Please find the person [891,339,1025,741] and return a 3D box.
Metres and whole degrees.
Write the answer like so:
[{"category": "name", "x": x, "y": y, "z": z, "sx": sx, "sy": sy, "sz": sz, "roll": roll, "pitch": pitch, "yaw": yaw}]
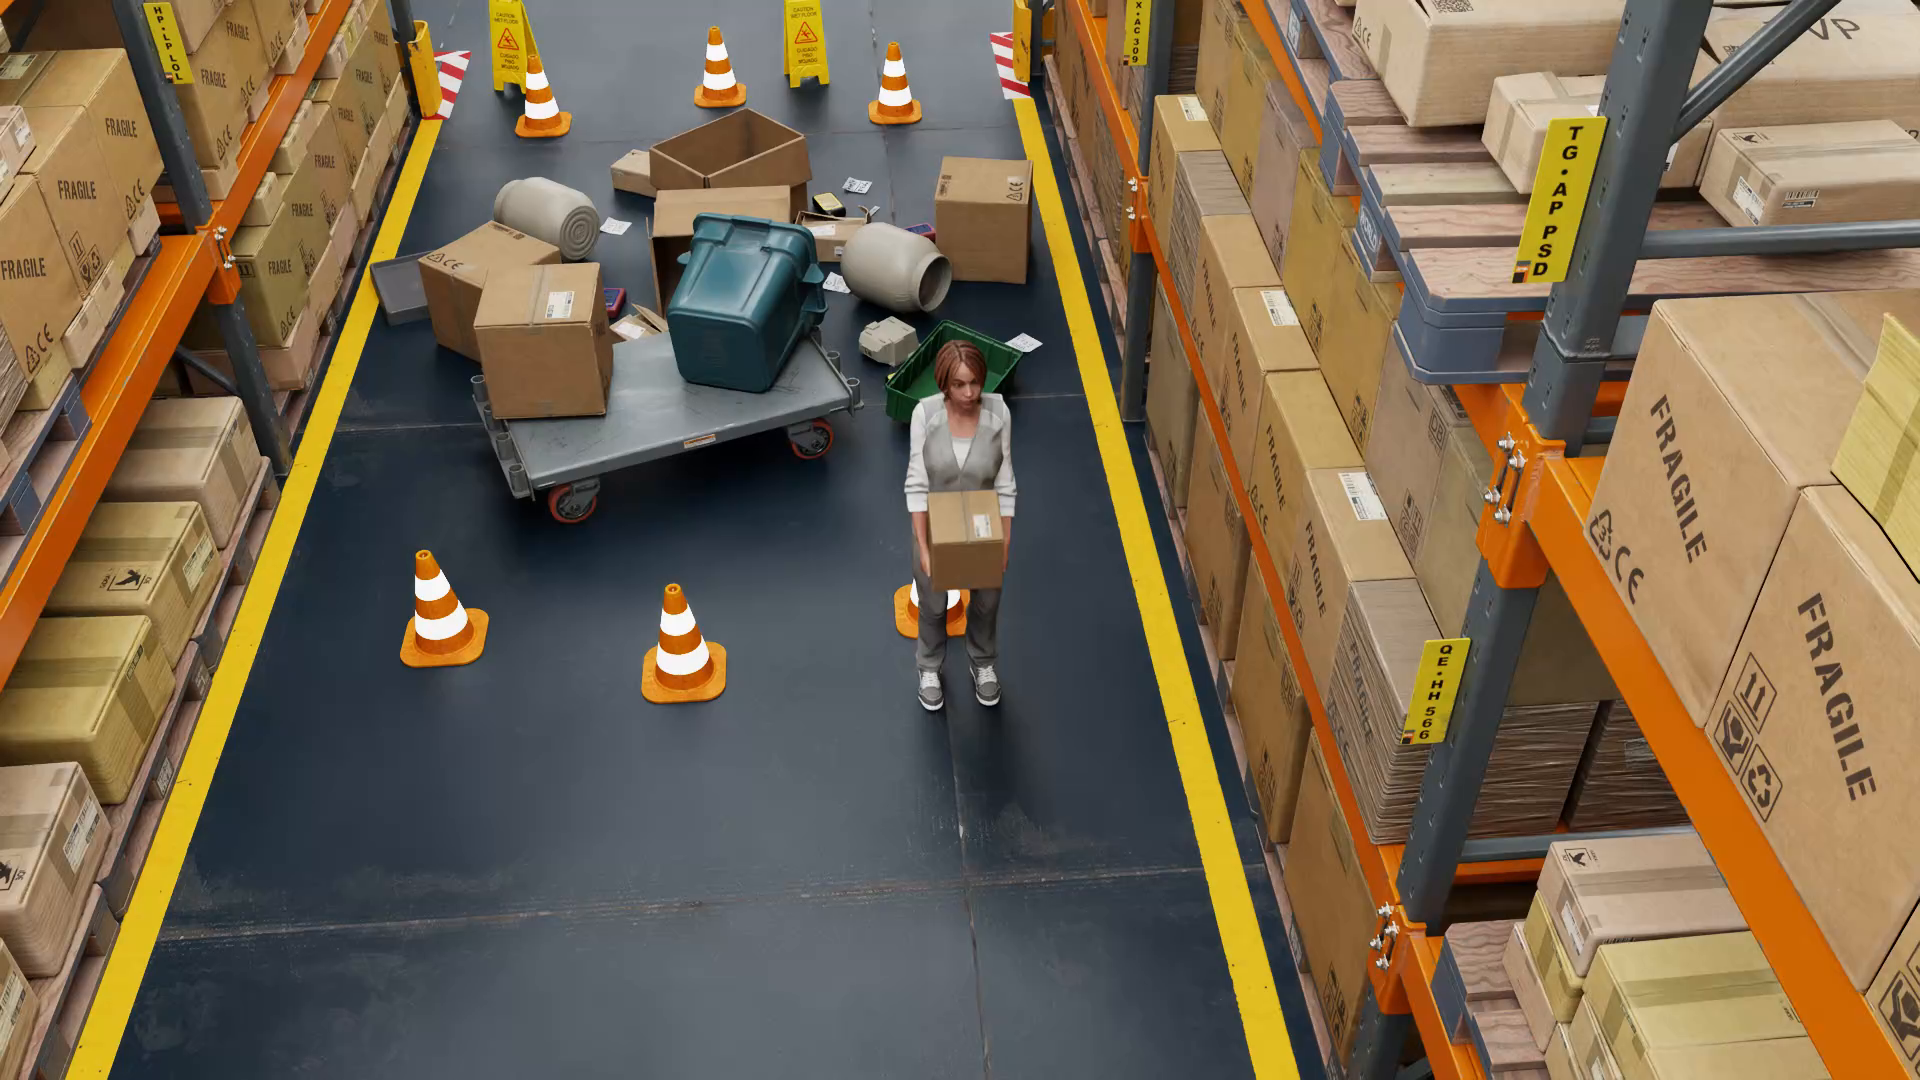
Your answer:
[{"category": "person", "x": -0.010, "y": 0.014, "z": 6.131, "sx": 0.520, "sy": 1.597, "sz": 0.475, "roll": -4, "pitch": 40, "yaw": -5}]
